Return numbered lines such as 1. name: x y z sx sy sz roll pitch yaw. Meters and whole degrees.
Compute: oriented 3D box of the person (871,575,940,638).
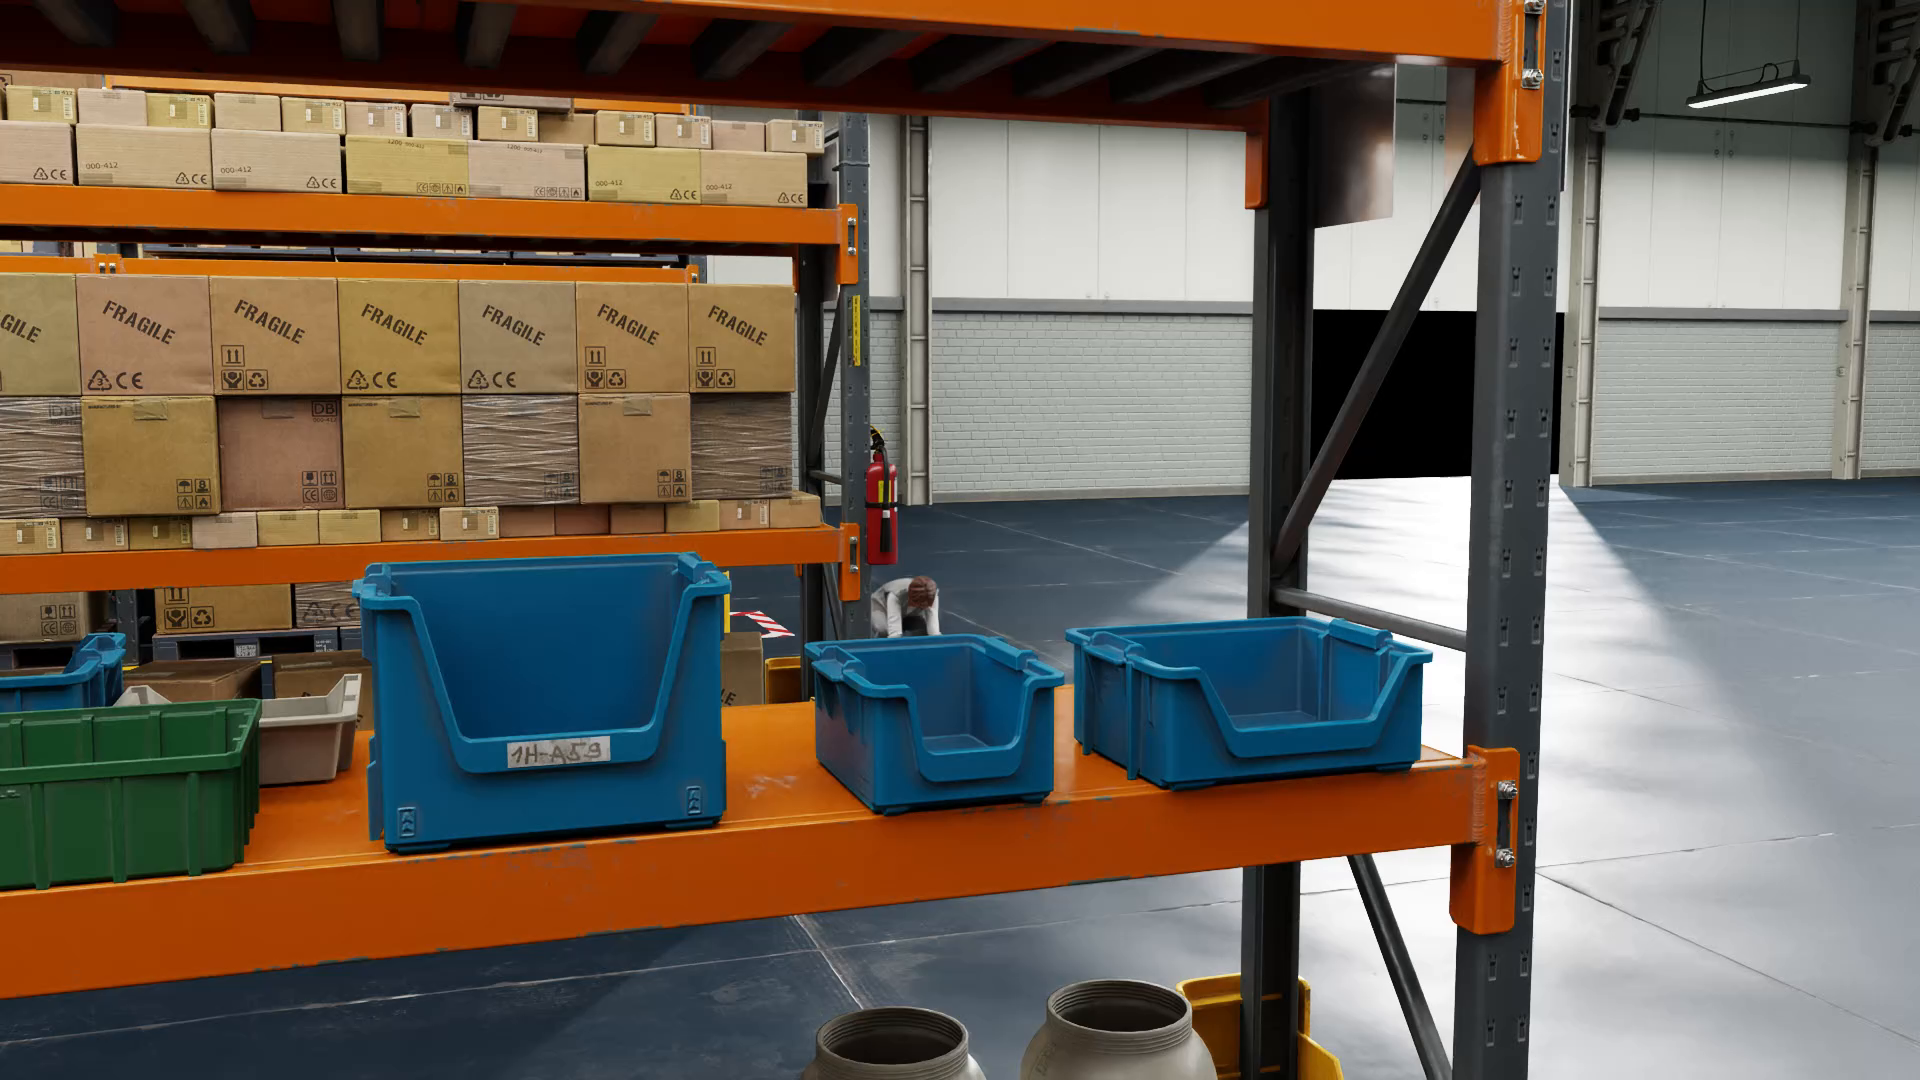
1. person: -0.382 0.586 11.301 0.434 0.757 0.831 -2 6 -19
